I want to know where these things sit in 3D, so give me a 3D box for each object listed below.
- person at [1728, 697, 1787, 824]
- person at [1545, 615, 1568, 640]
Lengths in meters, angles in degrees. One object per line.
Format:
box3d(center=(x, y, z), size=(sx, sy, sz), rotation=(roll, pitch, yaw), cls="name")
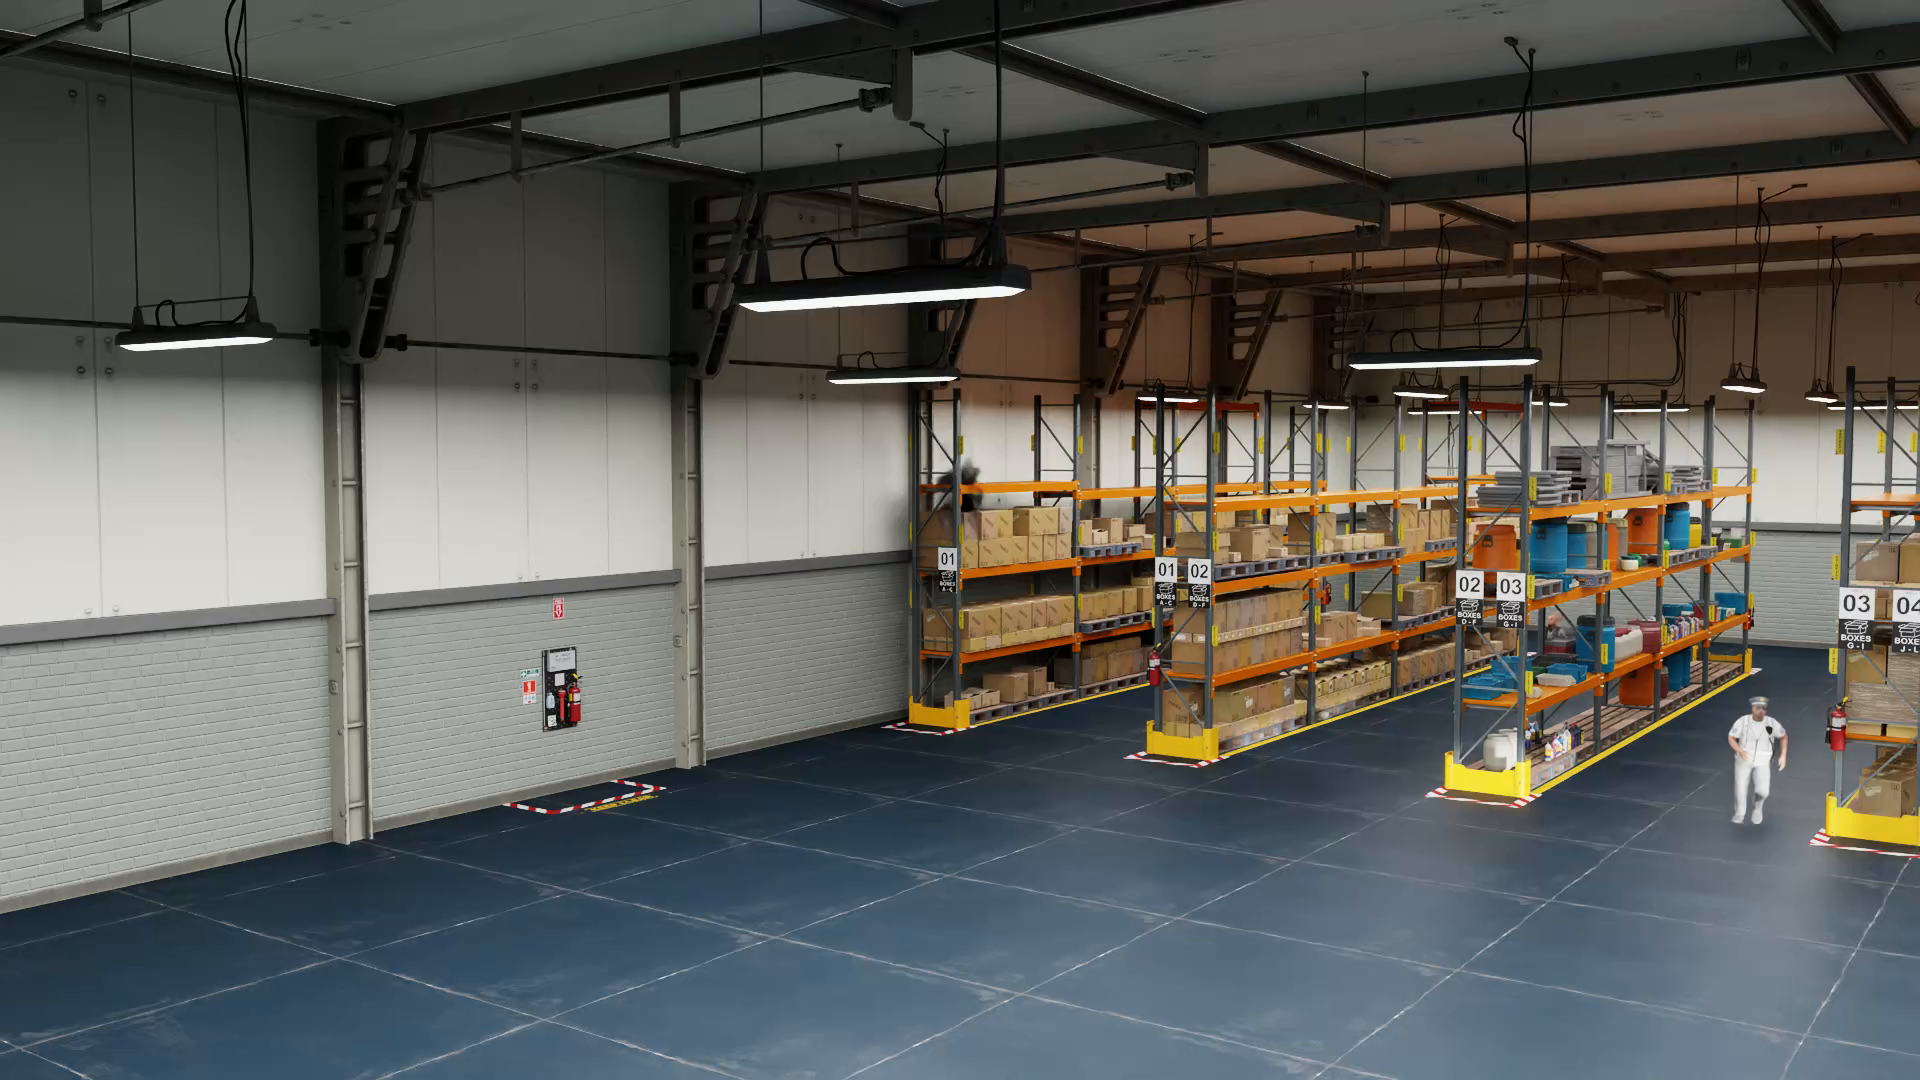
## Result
box3d(center=(10.432, 2.890, 21.759), size=(0.715, 1.709, 0.624), rotation=(1, 4, 24), cls="person")
box3d(center=(11.525, 2.303, 32.396), size=(0.638, 1.698, 0.653), rotation=(3, 4, 42), cls="person")
